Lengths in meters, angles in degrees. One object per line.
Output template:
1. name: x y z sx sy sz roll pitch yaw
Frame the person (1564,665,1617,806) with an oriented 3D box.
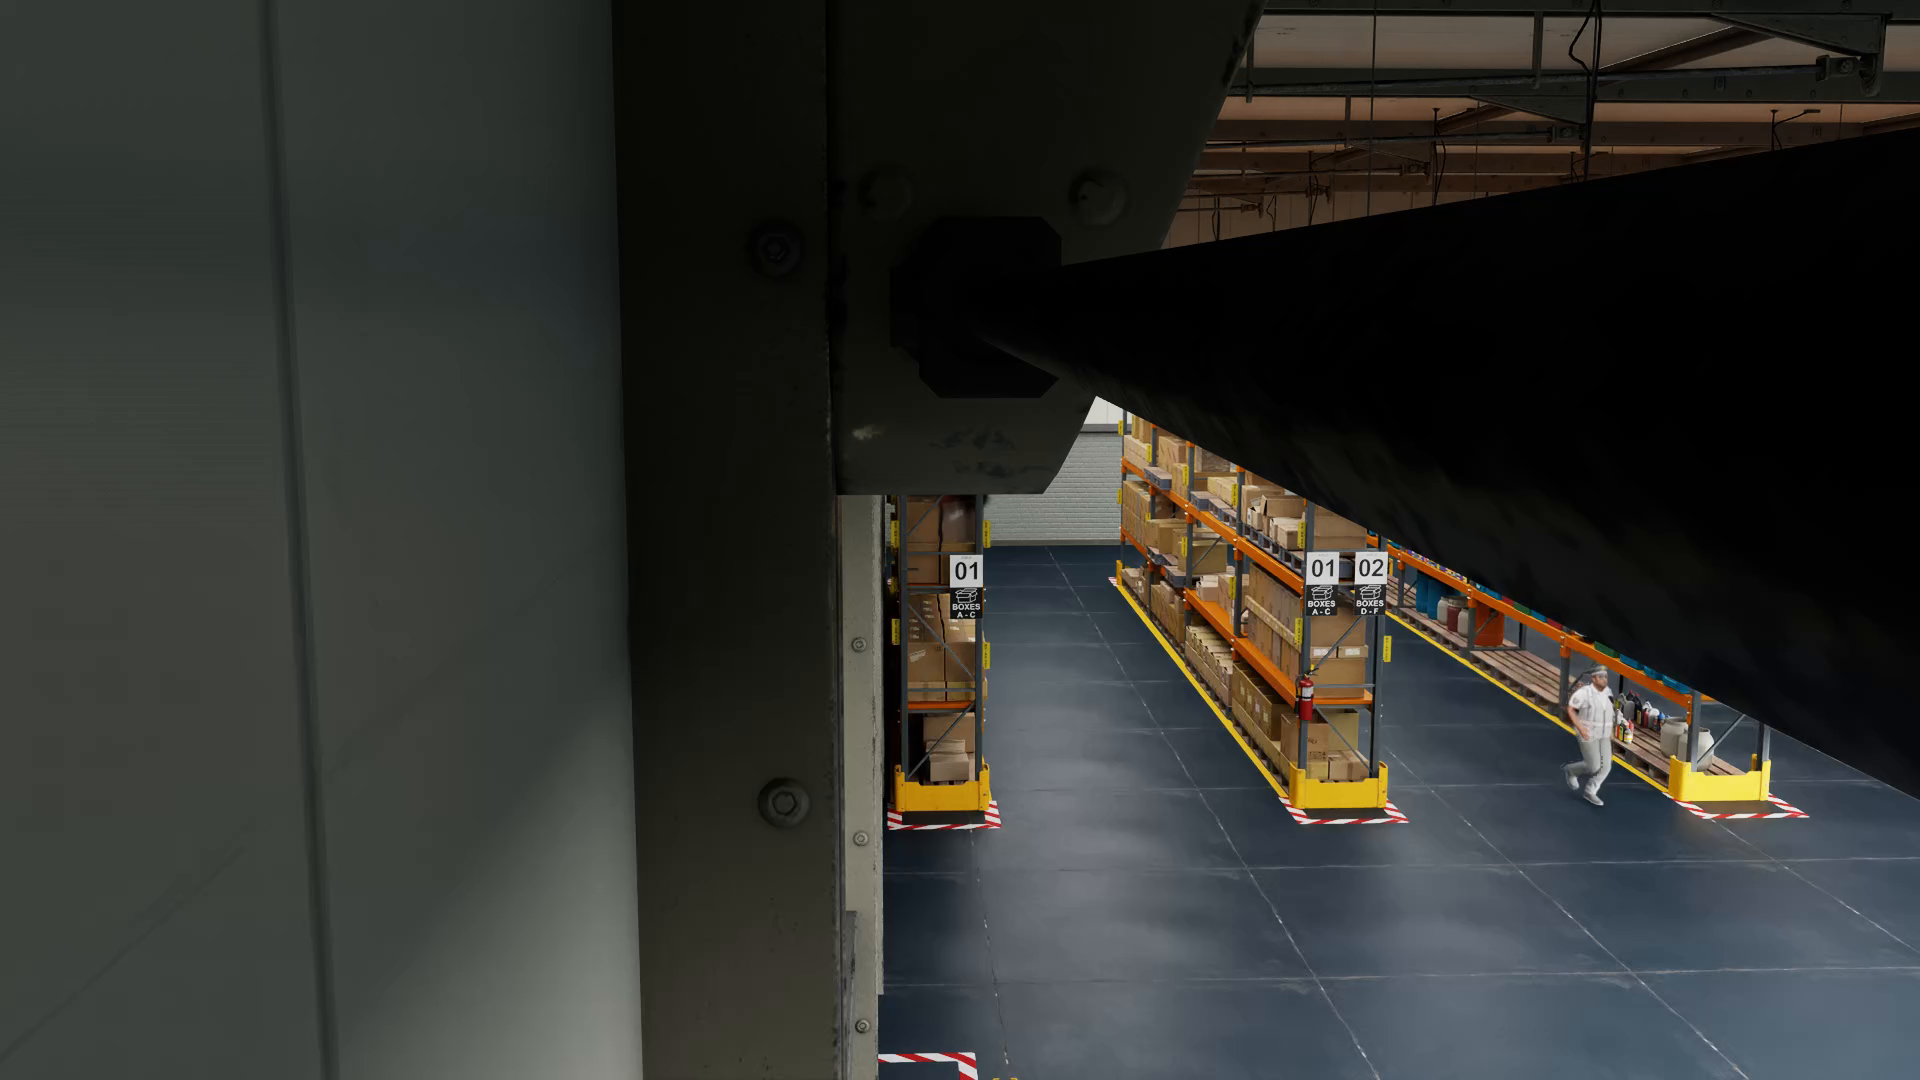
1. person: 7.964 2.414 20.873 0.676 1.724 0.631 -3 9 -17
